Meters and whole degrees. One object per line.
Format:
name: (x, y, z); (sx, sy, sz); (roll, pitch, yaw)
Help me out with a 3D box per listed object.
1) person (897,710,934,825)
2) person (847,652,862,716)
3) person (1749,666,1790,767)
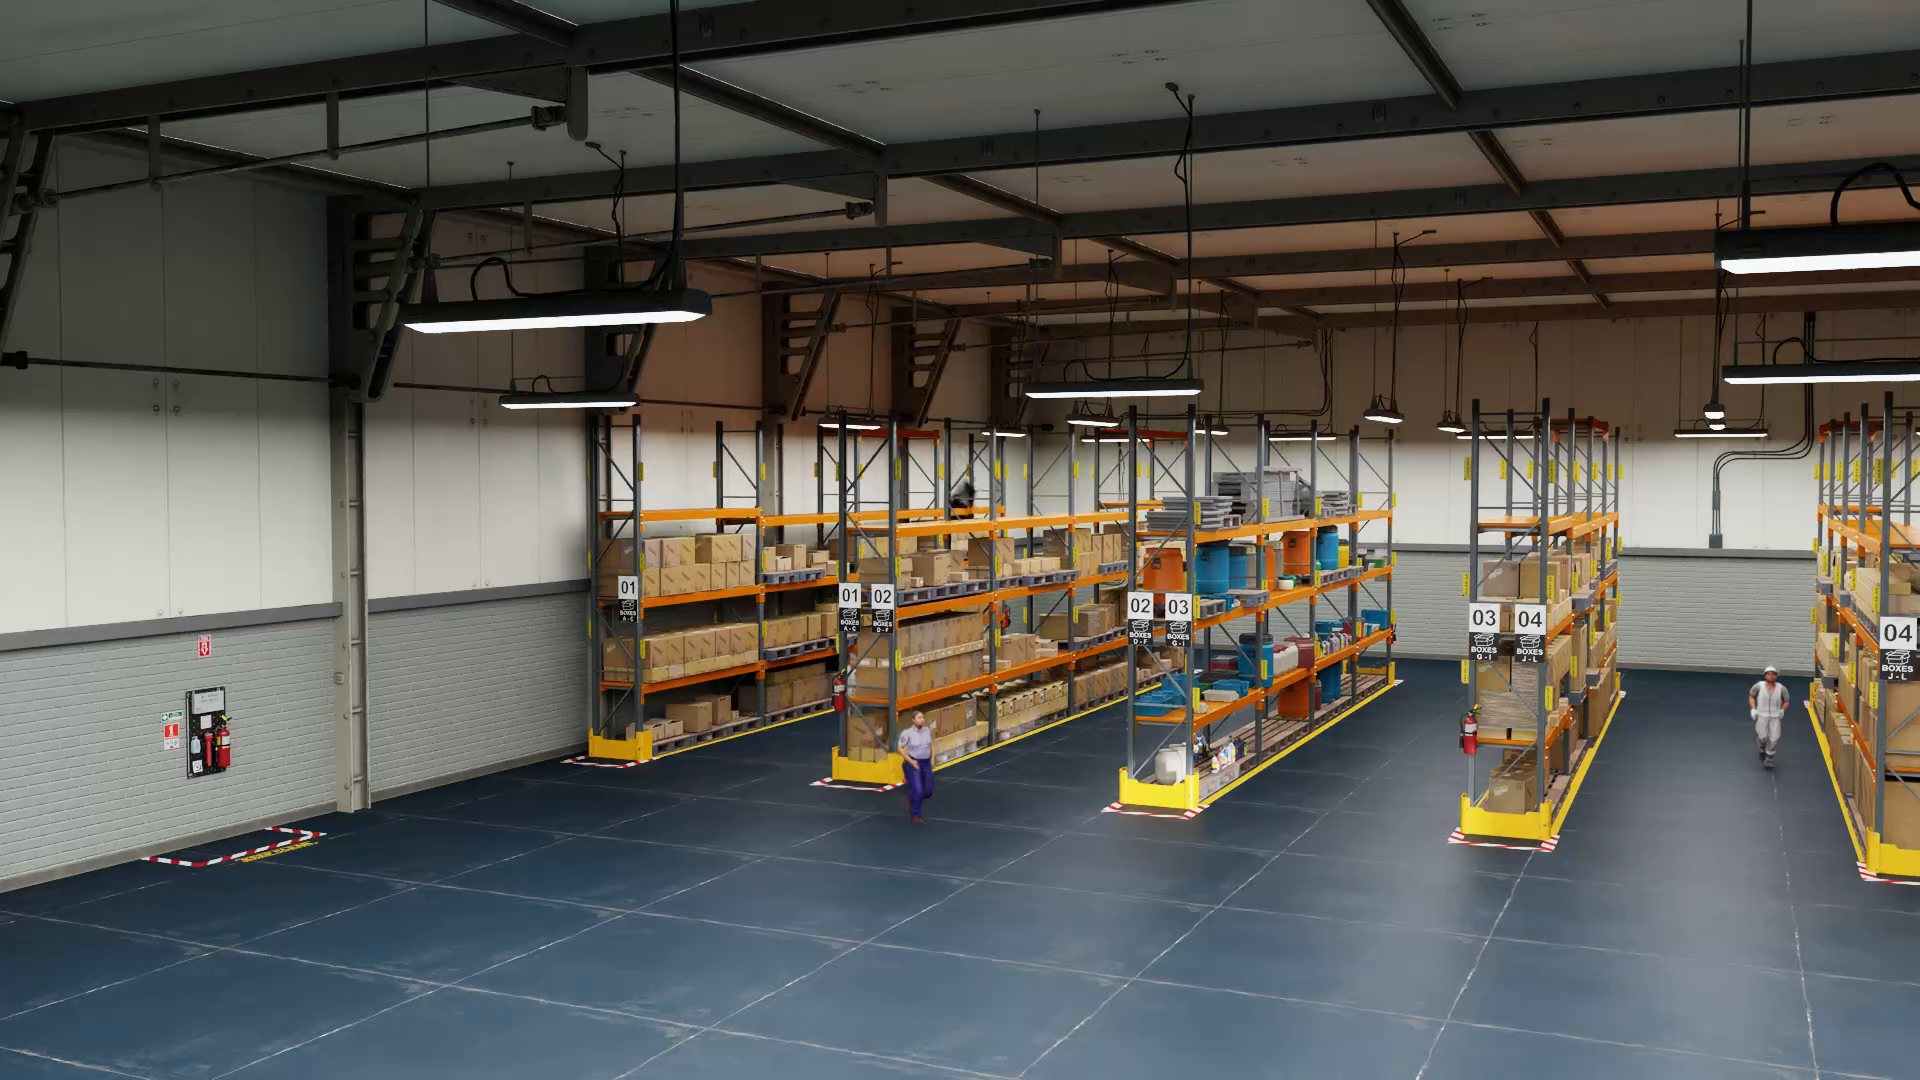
person: (-0.626, 3.236, 23.786); (0.641, 1.619, 0.559); (-2, 3, -37)
person: (-1.964, 2.898, 30.600); (0.627, 1.682, 0.745); (1, 2, 20)
person: (13.646, 2.988, 28.031); (0.608, 1.719, 0.590); (1, 3, 22)
